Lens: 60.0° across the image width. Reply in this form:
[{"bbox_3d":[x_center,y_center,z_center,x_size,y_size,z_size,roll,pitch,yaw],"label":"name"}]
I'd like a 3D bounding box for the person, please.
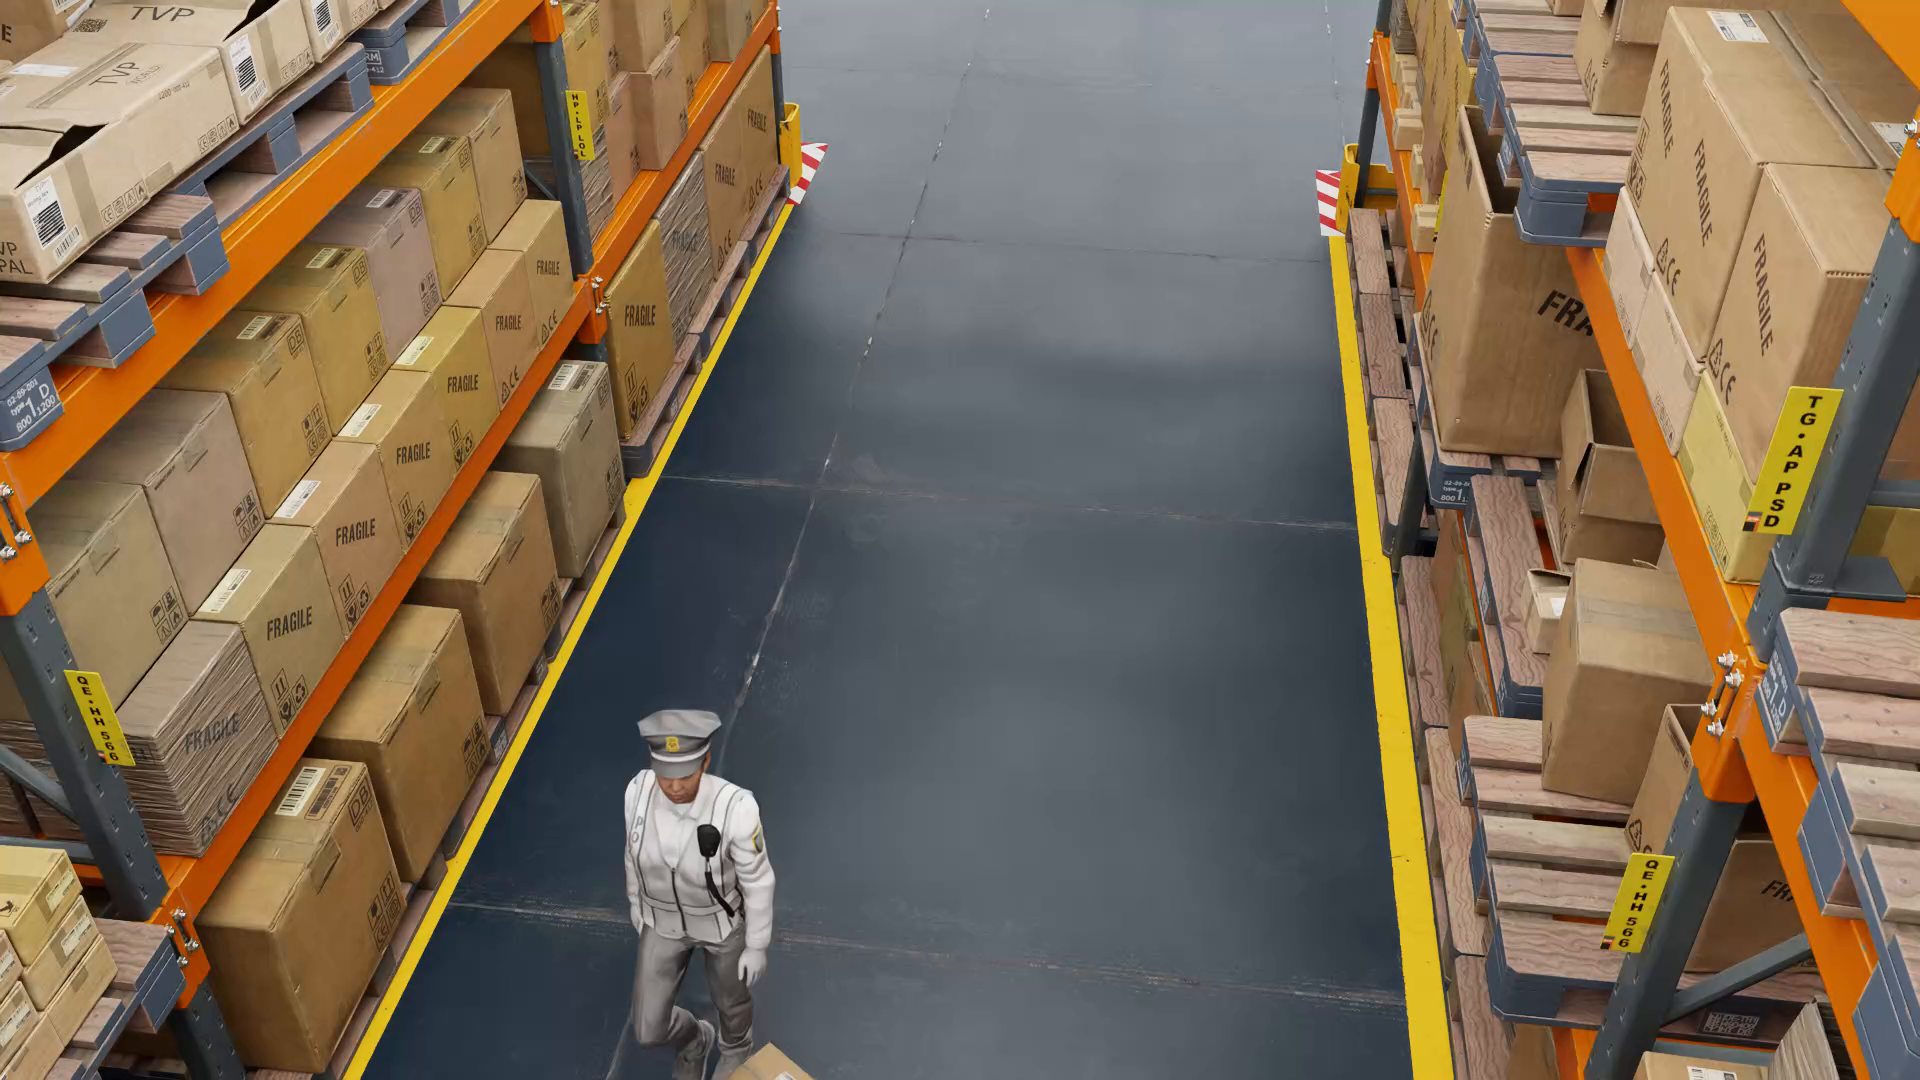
[{"bbox_3d":[-0.840,1.249,5.295,0.523,1.716,0.446,6,37,7],"label":"person"}]
